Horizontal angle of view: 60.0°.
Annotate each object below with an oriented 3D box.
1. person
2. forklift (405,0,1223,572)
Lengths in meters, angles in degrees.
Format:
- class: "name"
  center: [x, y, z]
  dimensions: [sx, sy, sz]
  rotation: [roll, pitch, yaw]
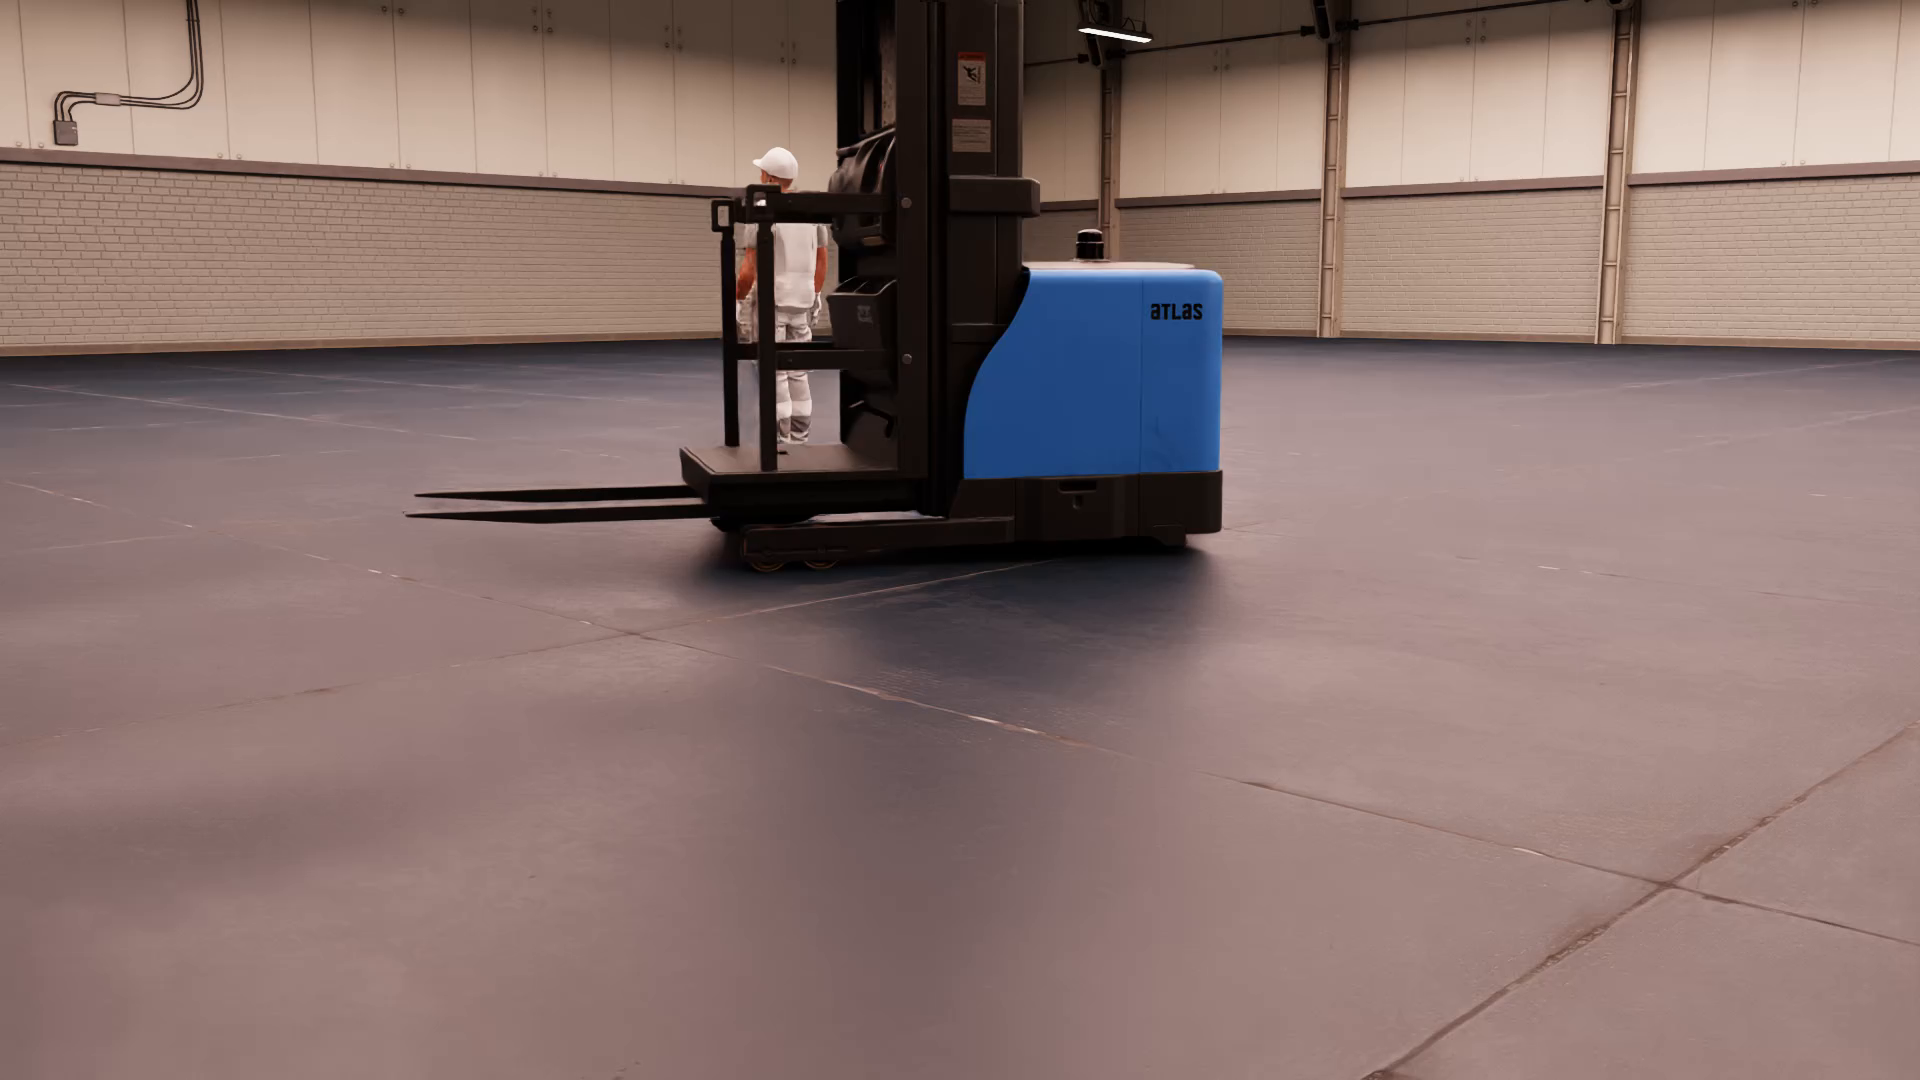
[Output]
- class: "person"
  center: [-1.093, -1.357, 9.674]
  dimensions: [0.637, 1.790, 0.561]
  rotation: [-8, 12, -44]
- class: "forklift"
  center: [-0.559, -1.422, 6.315]
  dimensions: [3.031, 2.935, 1.130]
  rotation: [-2, 9, -15]
